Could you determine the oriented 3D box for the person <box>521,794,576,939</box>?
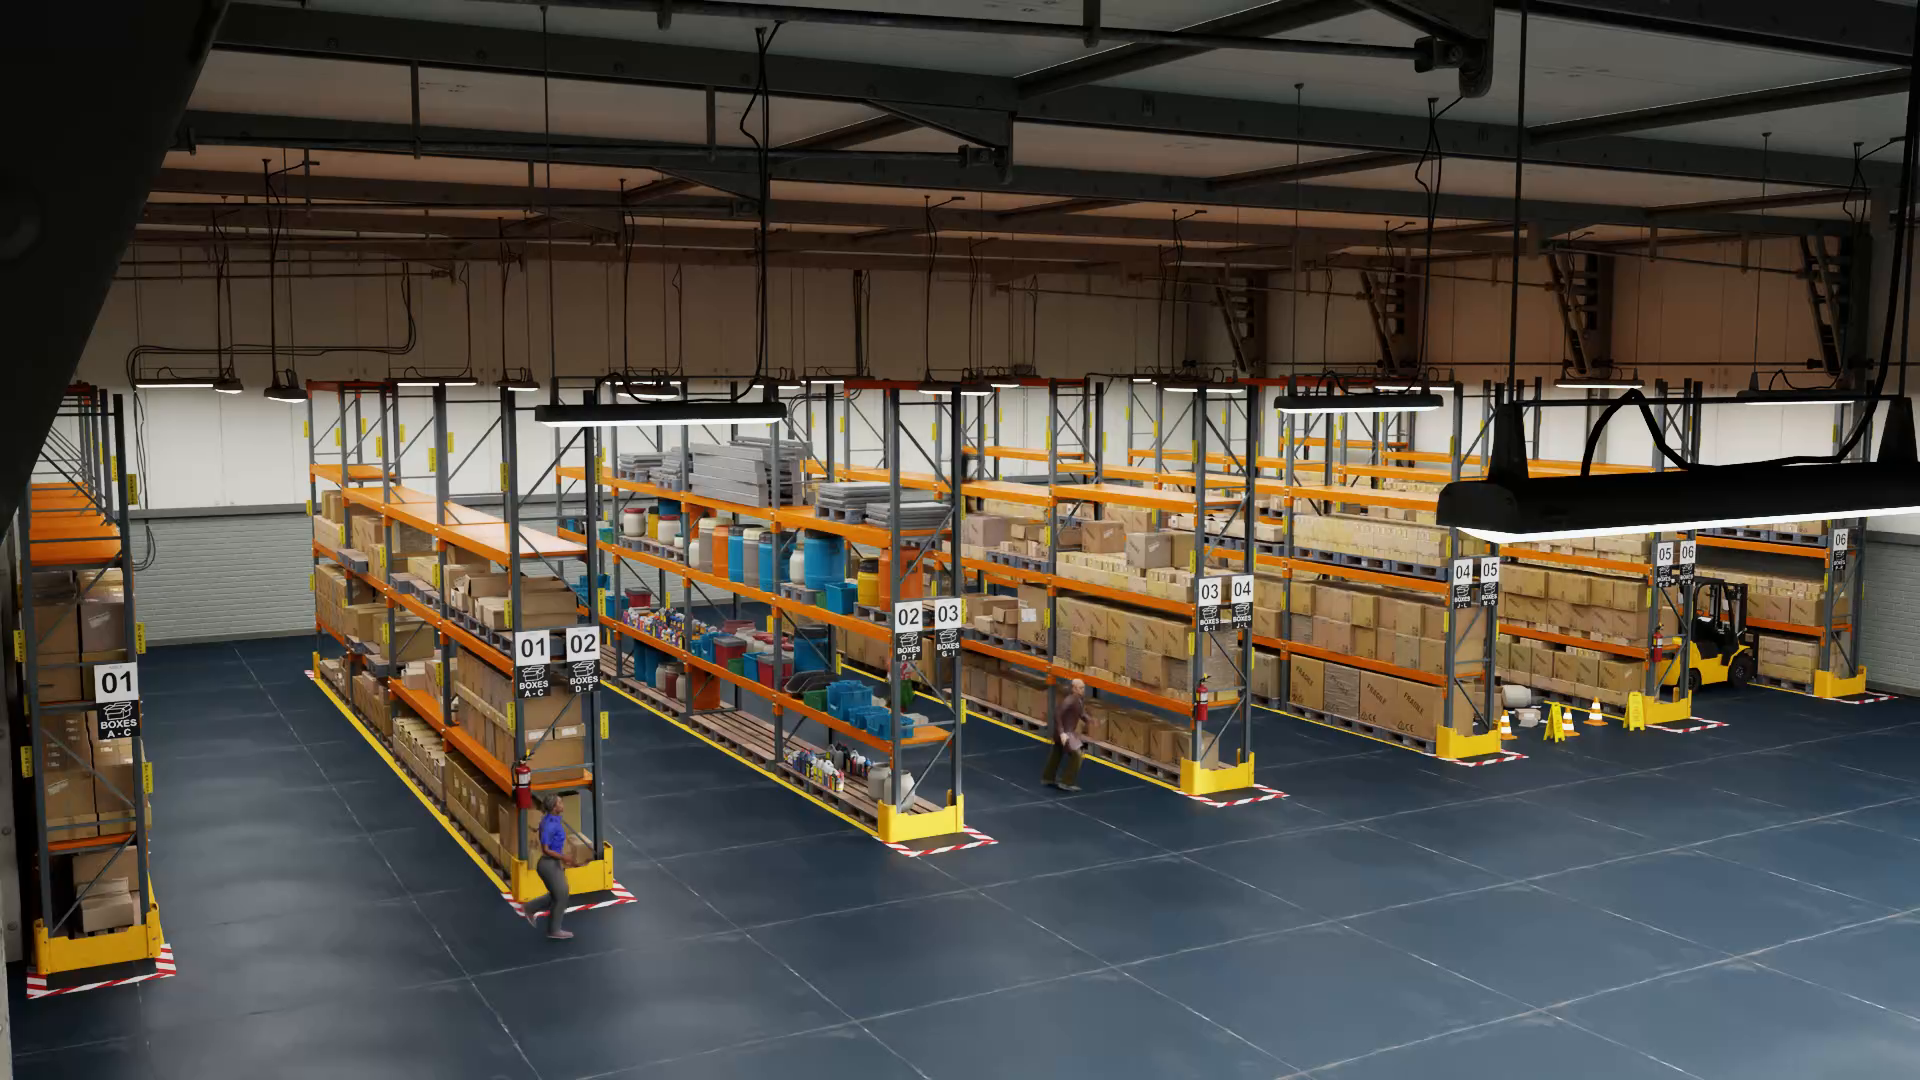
[{"bbox_3d":[-4.508,3.606,18.262,0.573,1.621,0.572,-1,6,-12],"label":"person"}]

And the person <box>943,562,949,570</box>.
[{"bbox_3d":[-0.471,1.328,39.220,0.669,1.782,0.682,-3,7,-29],"label":"person"}]

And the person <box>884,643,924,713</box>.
[{"bbox_3d":[-1.025,2.454,29.125,0.903,1.591,0.687,5,8,42],"label":"person"}]

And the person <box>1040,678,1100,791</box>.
[{"bbox_3d":[1.628,2.892,24.657,0.884,1.733,0.717,1,6,6],"label":"person"}]
